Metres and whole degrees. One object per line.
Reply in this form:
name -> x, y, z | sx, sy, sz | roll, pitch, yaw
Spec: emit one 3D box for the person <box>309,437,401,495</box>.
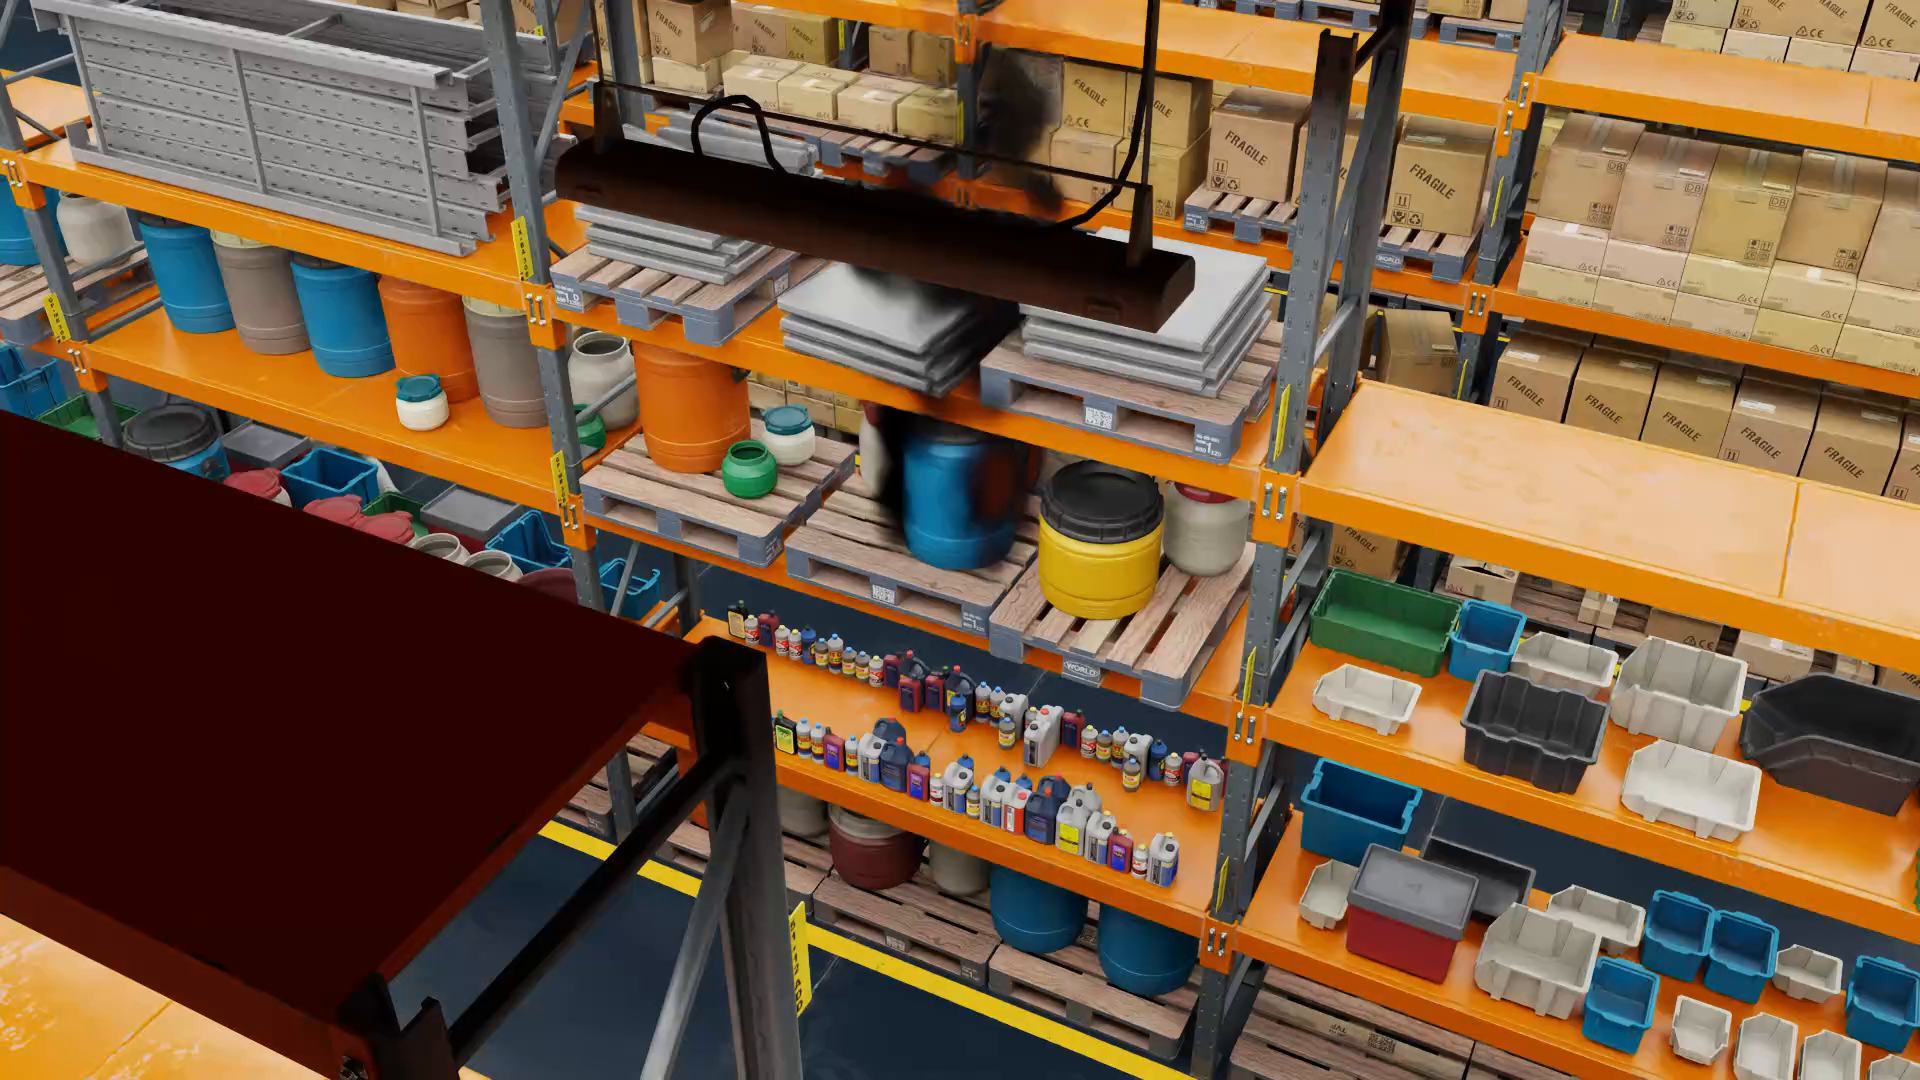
person -> -5.059, -0.956, 13.723 | 0.896, 1.836, 0.681 | 15, 38, 20
